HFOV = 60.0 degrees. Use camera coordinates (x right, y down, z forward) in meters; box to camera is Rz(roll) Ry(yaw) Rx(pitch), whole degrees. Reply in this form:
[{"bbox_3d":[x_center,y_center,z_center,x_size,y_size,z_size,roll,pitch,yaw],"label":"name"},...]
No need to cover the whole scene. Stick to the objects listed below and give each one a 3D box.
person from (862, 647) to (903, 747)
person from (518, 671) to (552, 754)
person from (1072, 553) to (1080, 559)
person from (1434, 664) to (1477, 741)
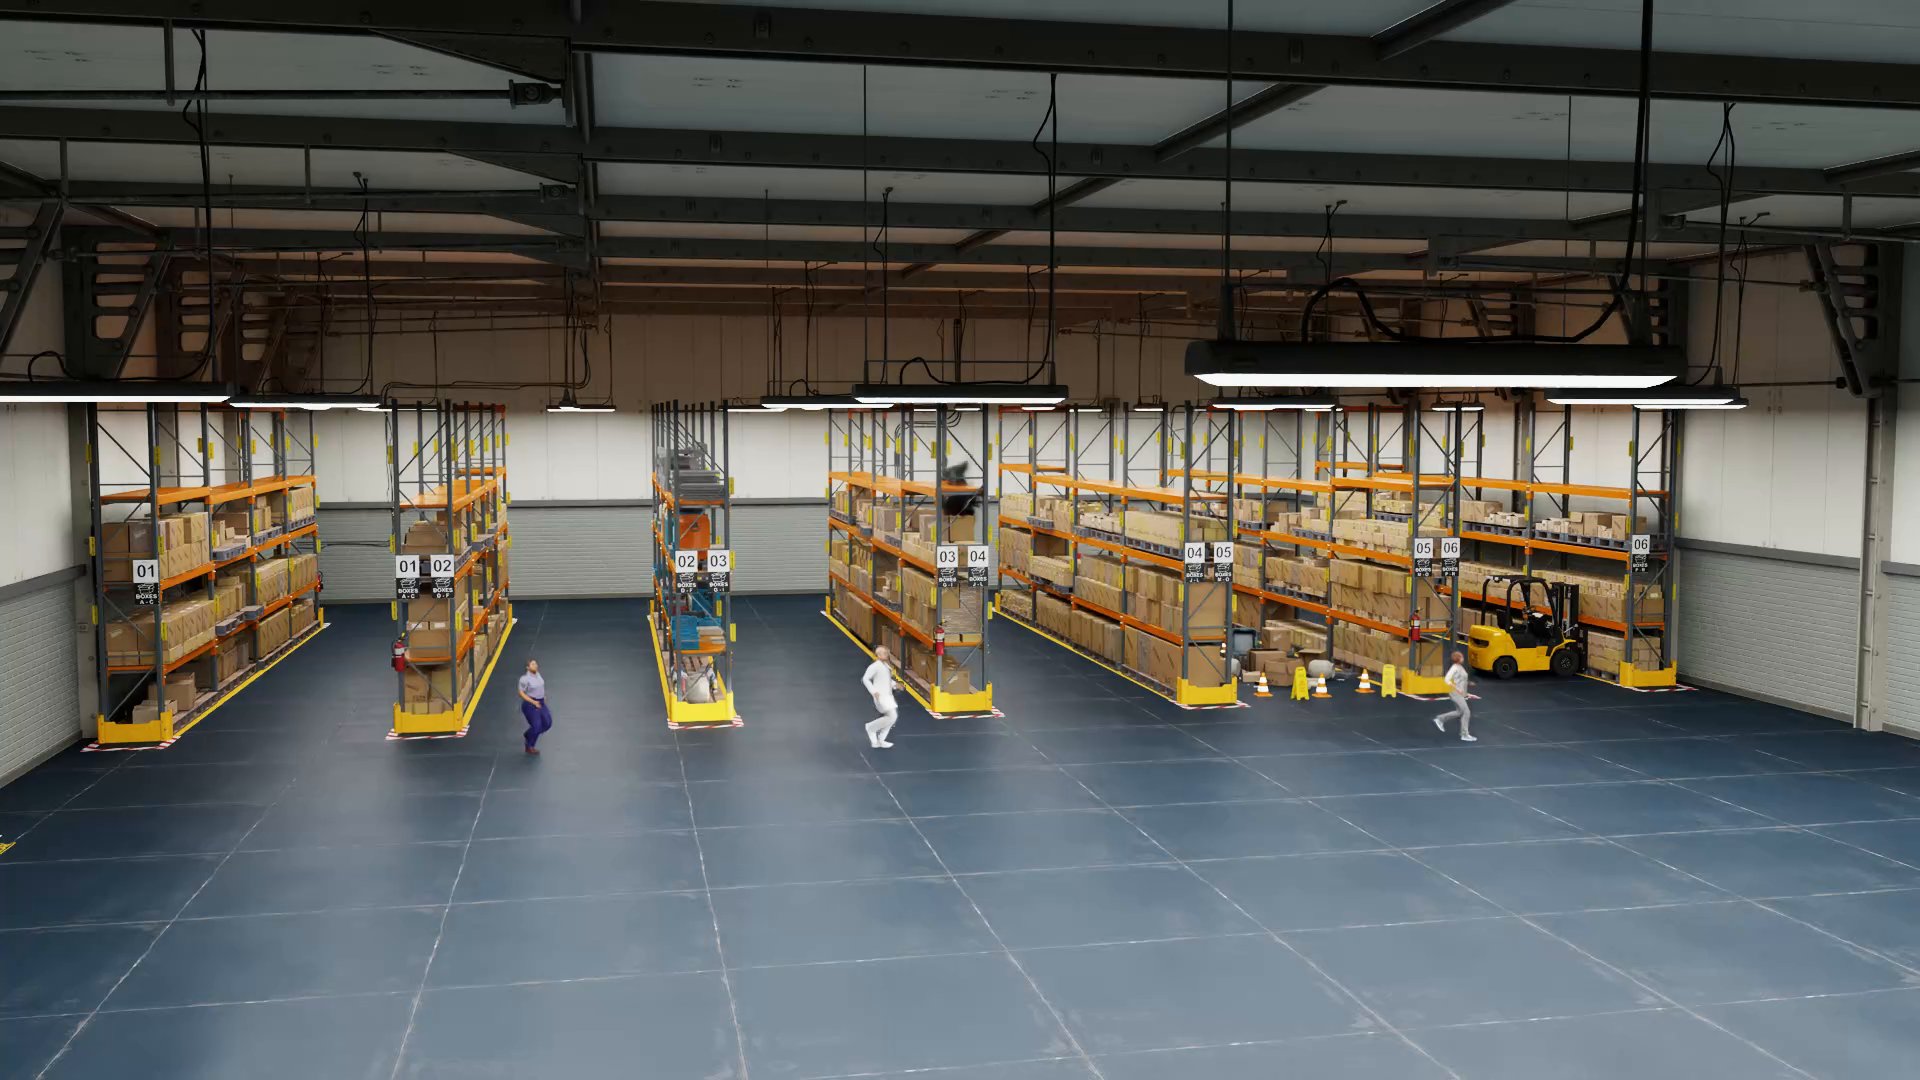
[{"bbox_3d":[-1.282,2.707,28.552,0.598,1.731,0.714,1,5,19],"label":"person"},{"bbox_3d":[-7.207,2.918,28.133,0.517,1.397,0.582,2,5,21],"label":"person"},{"bbox_3d":[3.368,1.226,48.159,0.626,1.736,0.592,-2,5,-25],"label":"person"},{"bbox_3d":[8.723,2.844,29.267,0.767,1.341,0.547,2,5,30],"label":"person"}]
